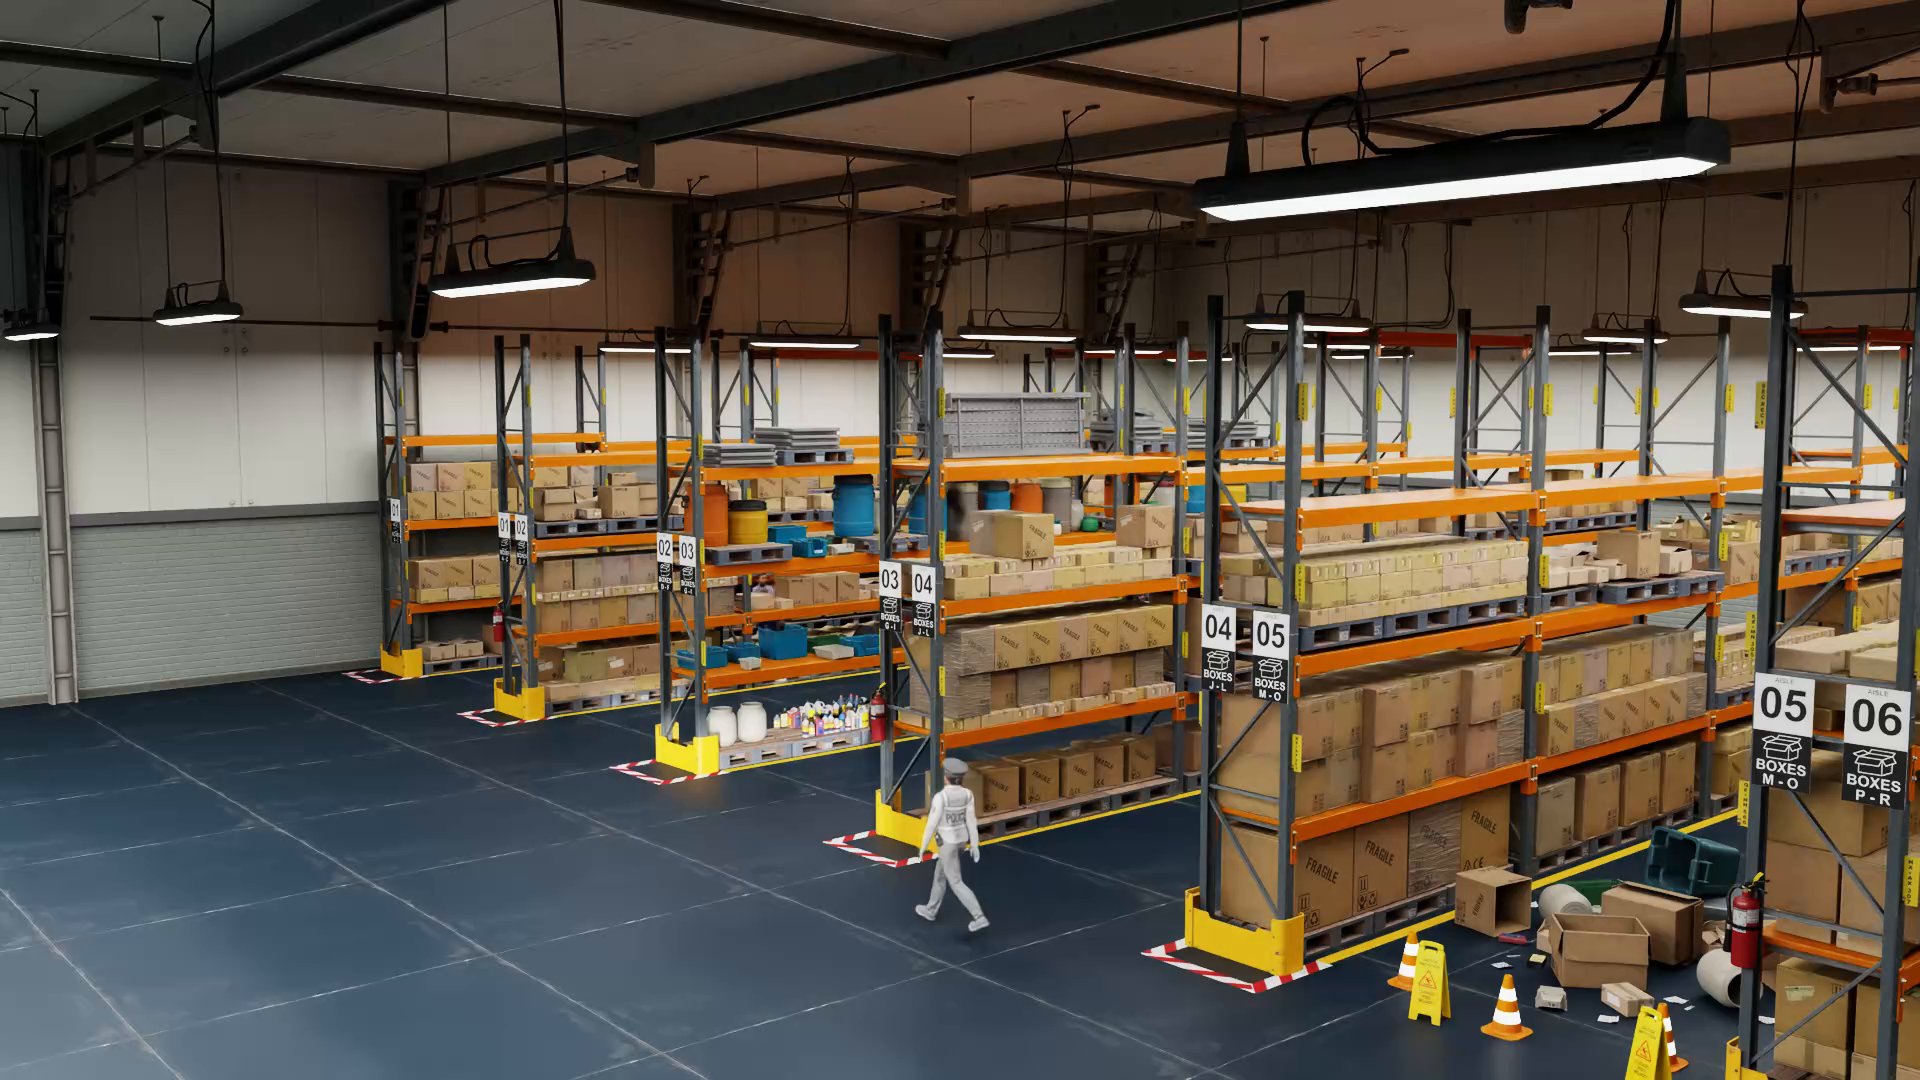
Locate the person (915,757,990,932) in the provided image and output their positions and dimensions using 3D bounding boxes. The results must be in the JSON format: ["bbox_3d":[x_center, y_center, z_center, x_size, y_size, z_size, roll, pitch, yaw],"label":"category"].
[{"bbox_3d":[-0.102,2.895,15.862,0.999,1.644,0.464,3,6,31],"label":"person"}]

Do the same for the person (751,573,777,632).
[{"bbox_3d":[-3.748,1.452,31.908,0.550,1.649,0.377,1,5,8],"label":"person"}]
